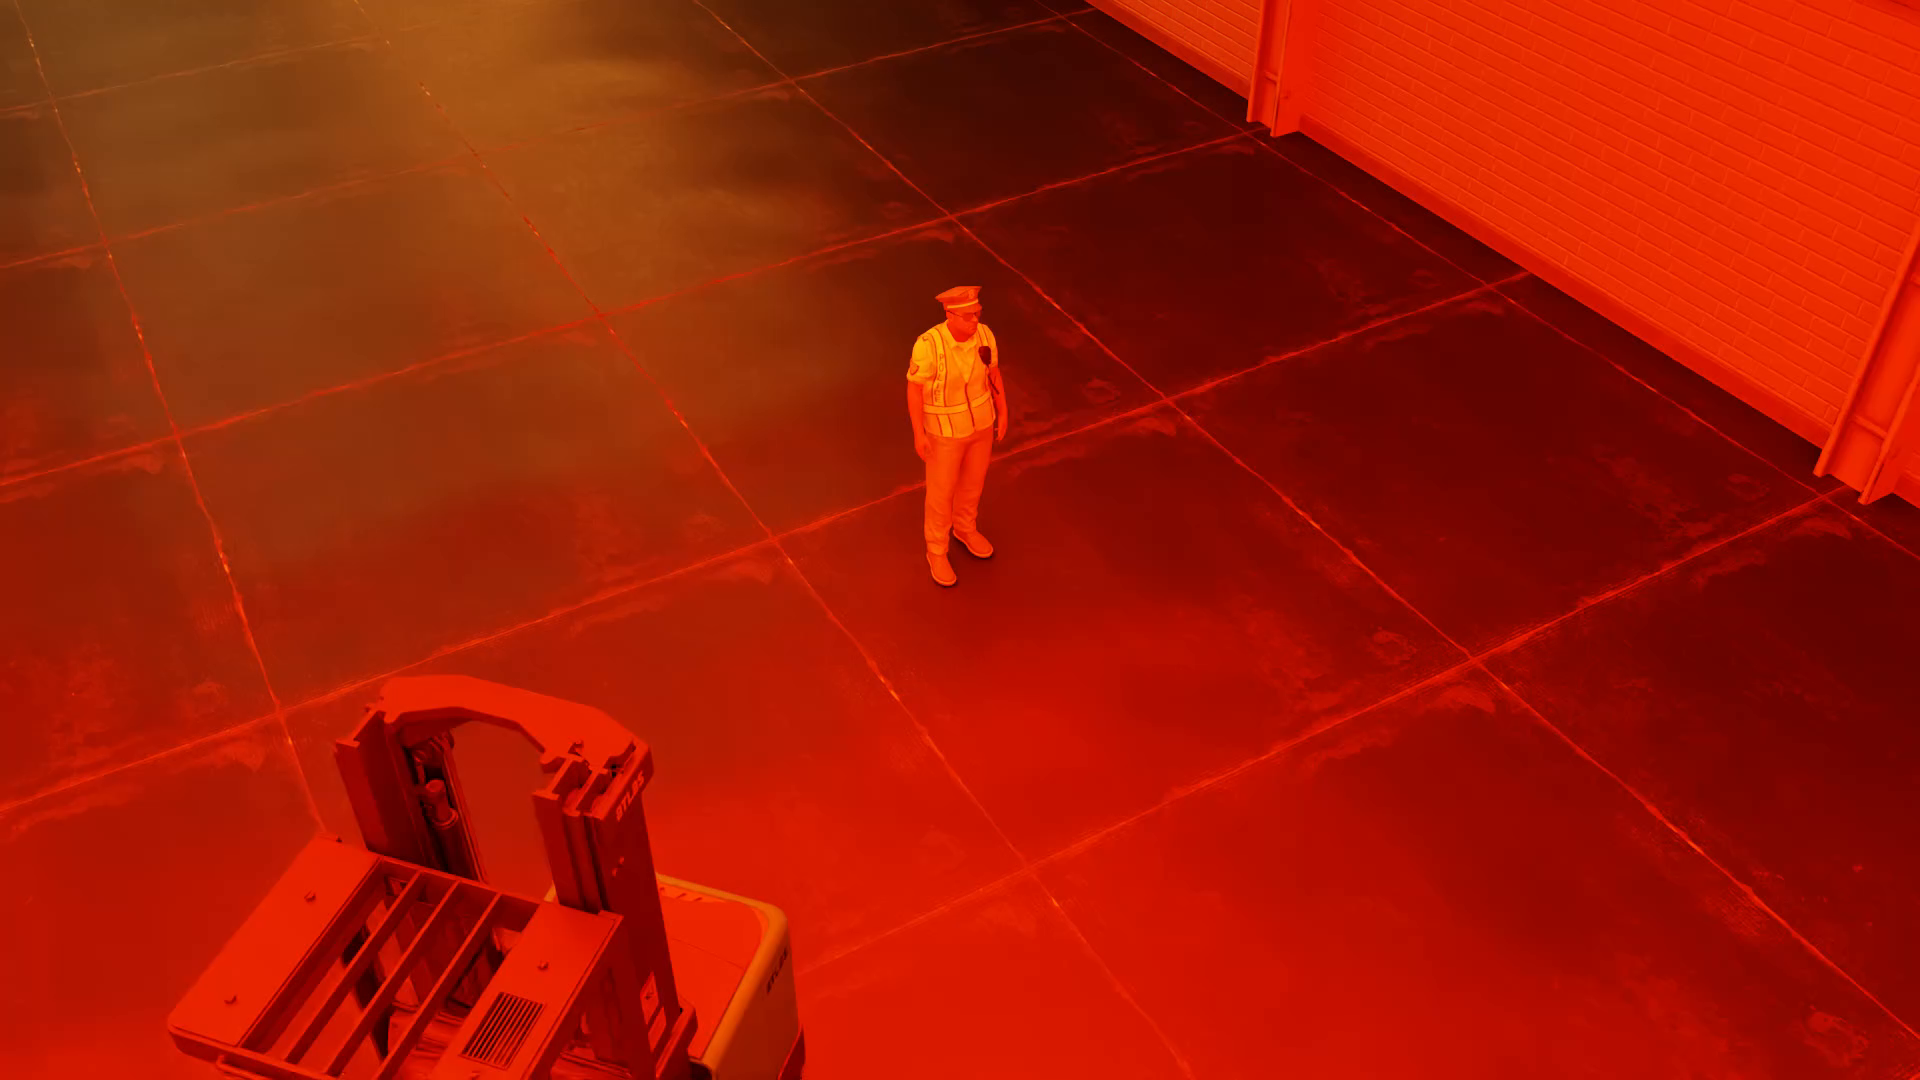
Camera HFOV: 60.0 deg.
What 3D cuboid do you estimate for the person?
[{"bbox_3d":[0.028,-0.645,9.702,0.640,1.781,0.575,-20,44,-23],"label":"person"}]

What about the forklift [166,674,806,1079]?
[{"bbox_3d":[-1.632,2.011,5.612,1.130,2.935,3.031,12,41,14],"label":"forklift"}]
